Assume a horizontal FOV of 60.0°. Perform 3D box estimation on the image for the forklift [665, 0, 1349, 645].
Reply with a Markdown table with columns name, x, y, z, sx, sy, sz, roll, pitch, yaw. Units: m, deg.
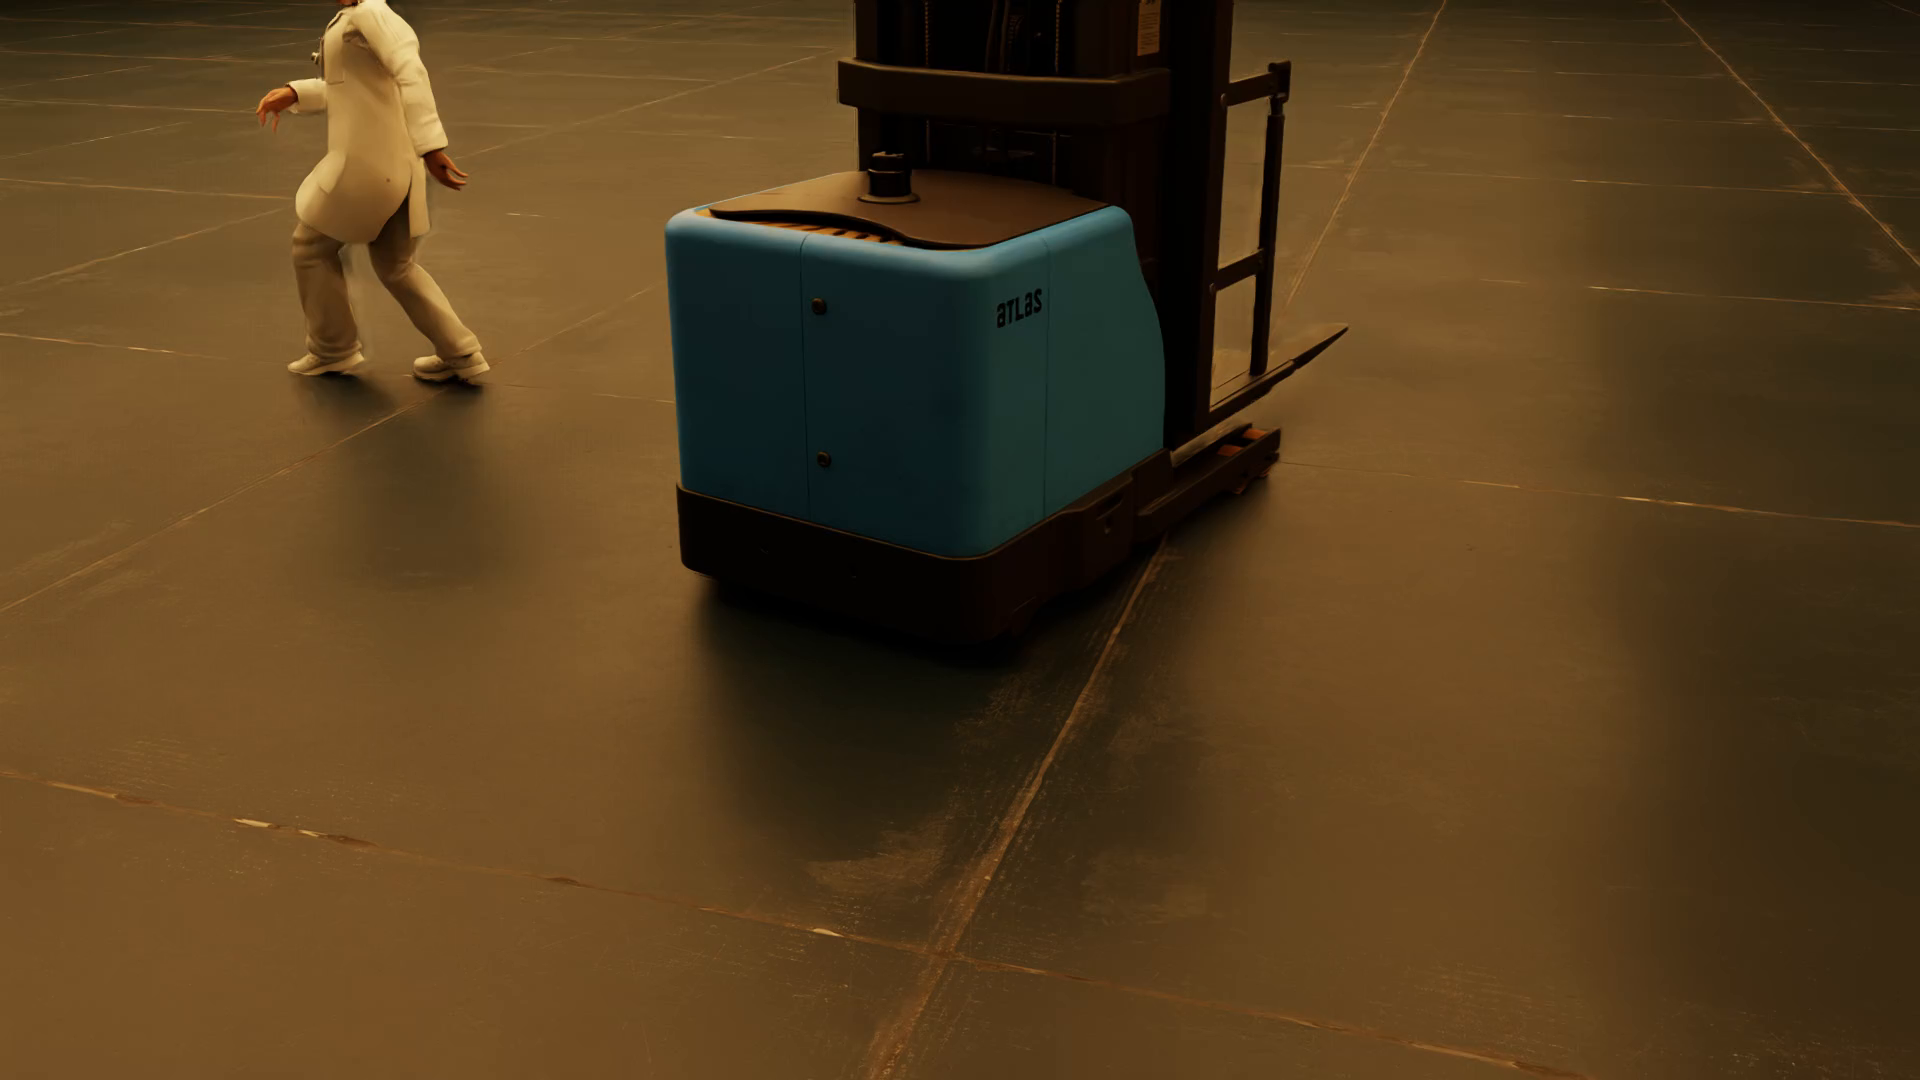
| name | x | y | z | sx | sy | sz | roll | pitch | yaw |
| --- | --- | --- | --- | --- | --- | --- | --- | --- | --- |
| forklift | 0.431 | -1.593 | 5.139 | 1.130 | 2.935 | 3.031 | 14 | 26 | 31 |

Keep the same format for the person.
| name | x | y | z | sx | sy | sz | roll | pitch | yaw |
| --- | --- | --- | --- | --- | --- | --- | --- | --- | --- |
| person | -2.277 | -1.420 | 6.378 | 1.009 | 1.727 | 0.613 | 4 | 23 | 10 |
